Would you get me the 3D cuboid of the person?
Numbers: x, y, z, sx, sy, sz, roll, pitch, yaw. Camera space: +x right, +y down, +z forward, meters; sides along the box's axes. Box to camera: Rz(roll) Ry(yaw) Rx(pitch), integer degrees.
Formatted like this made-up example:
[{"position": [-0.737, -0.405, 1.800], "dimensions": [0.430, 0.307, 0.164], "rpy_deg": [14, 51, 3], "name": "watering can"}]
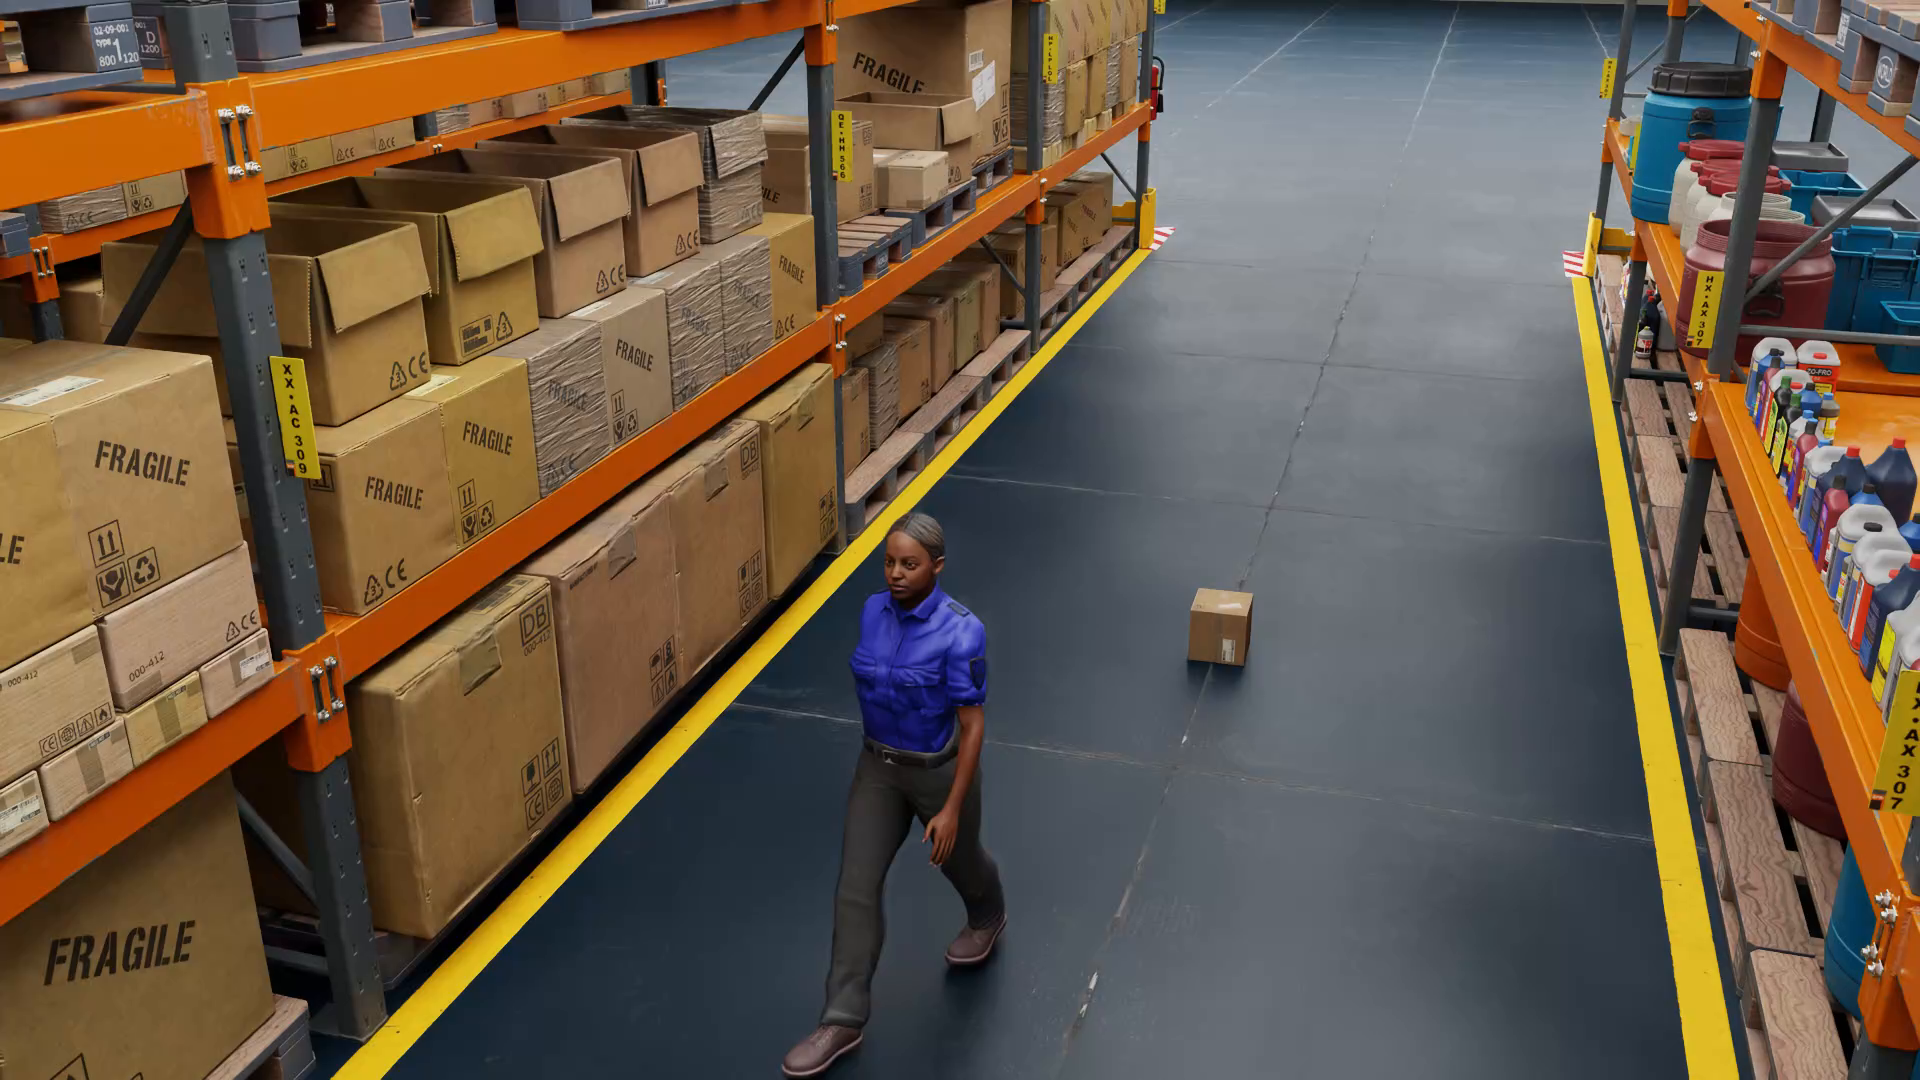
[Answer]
[{"position": [-0.147, 0.701, 4.852], "dimensions": [0.475, 1.594, 0.991], "rpy_deg": [12, 25, 27], "name": "person"}]
